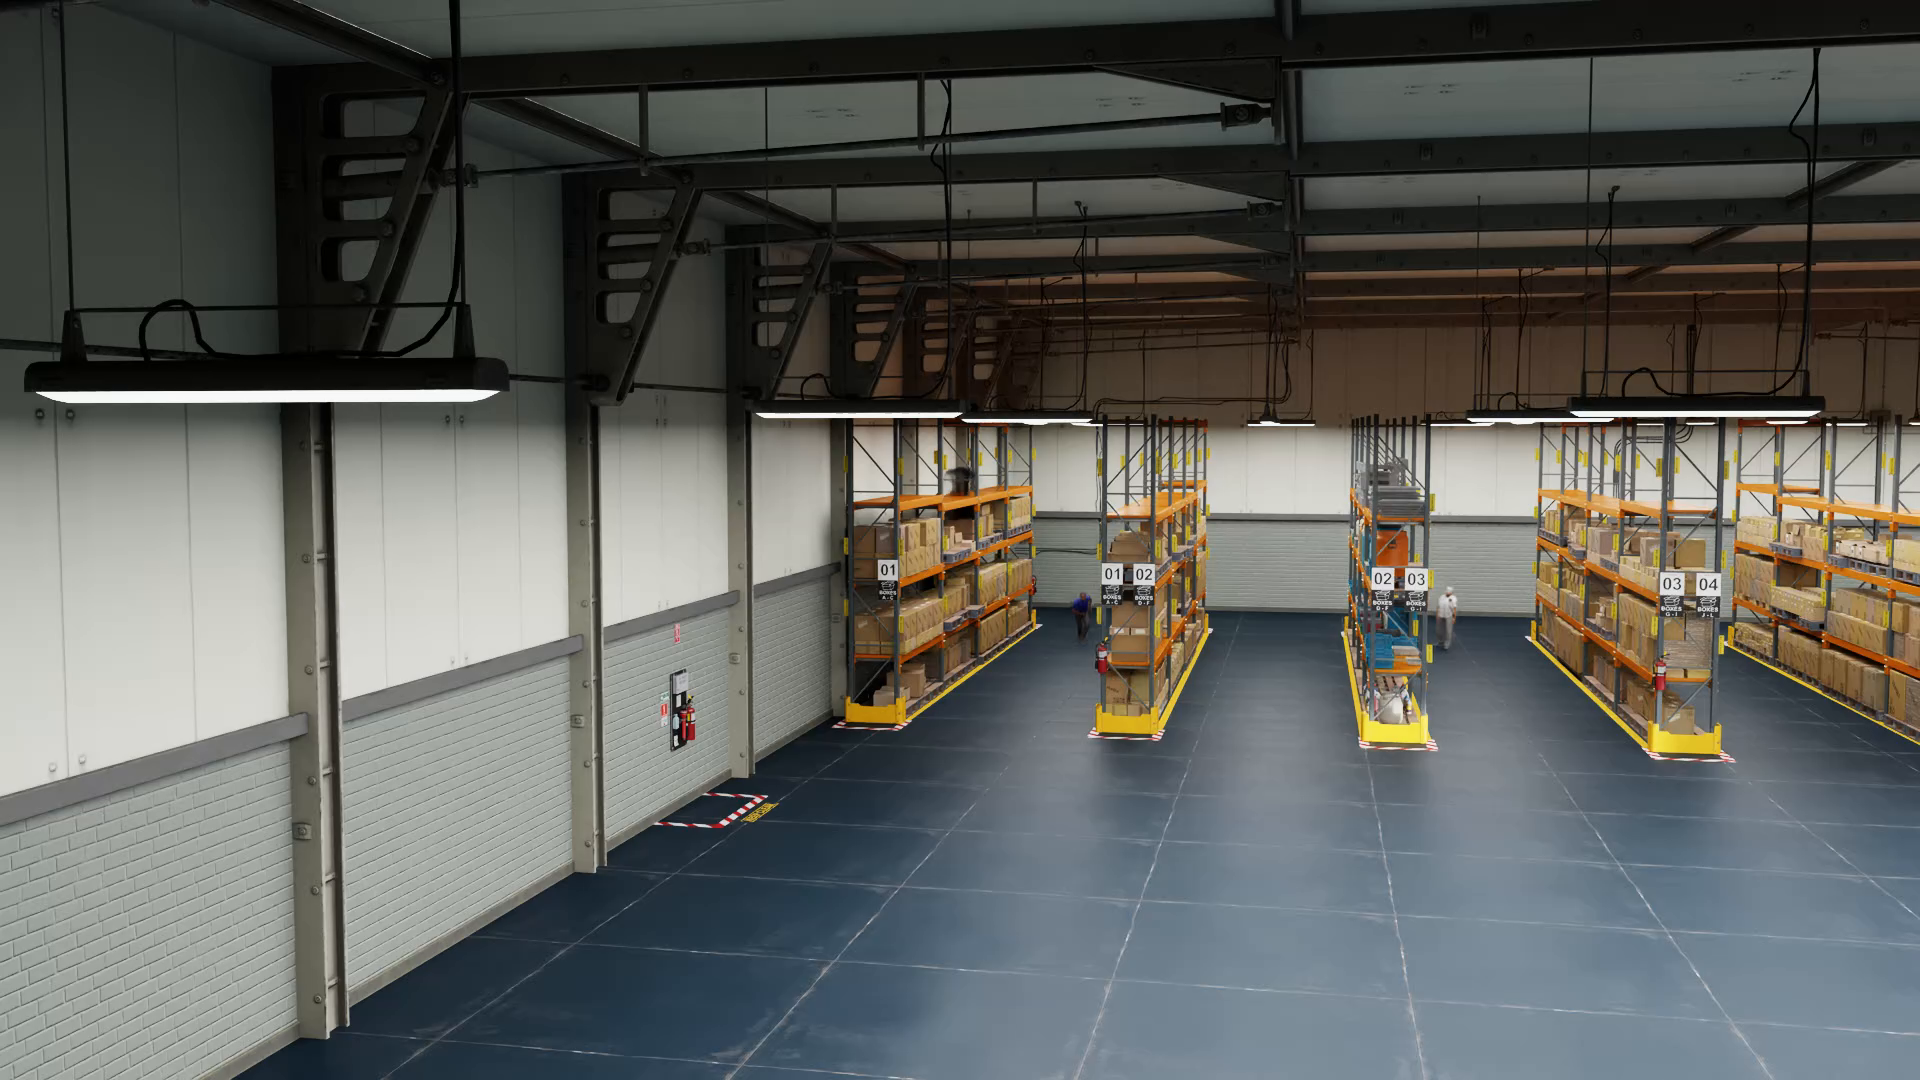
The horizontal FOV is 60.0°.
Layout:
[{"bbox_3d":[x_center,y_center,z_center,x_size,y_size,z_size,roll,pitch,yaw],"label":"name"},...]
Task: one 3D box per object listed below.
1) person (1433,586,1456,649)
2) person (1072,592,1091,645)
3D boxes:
[{"bbox_3d":[12.636,2.018,43.383,0.625,1.639,0.495,2,5,33],"label":"person"},{"bbox_3d":[3.234,2.061,44.634,0.567,1.449,1.095,-1,4,-8],"label":"person"}]
